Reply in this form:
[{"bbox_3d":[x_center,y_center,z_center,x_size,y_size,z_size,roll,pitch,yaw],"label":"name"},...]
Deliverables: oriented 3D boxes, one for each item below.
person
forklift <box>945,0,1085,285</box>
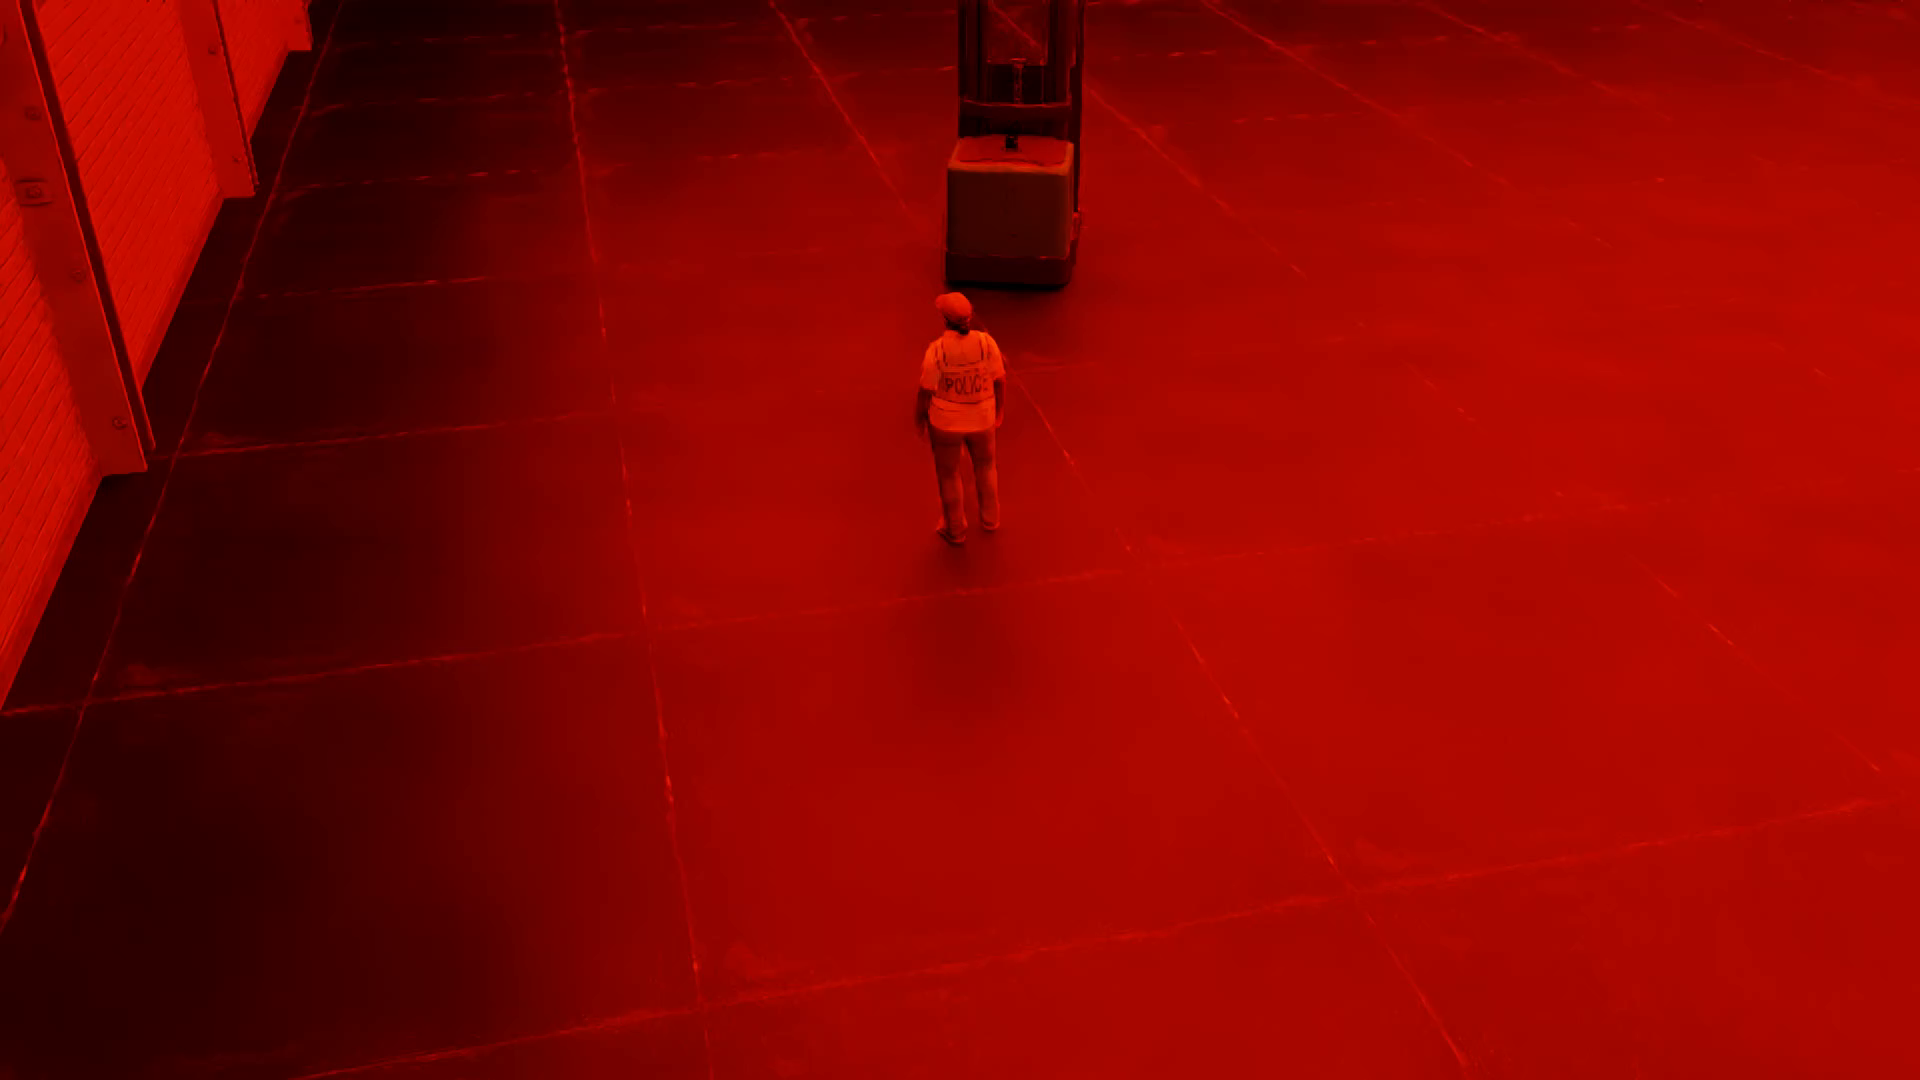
[{"bbox_3d":[0.004,-0.767,10.148,0.598,1.669,0.529,-7,31,-12],"label":"person"},{"bbox_3d":[0.555,-4.148,14.740,1.130,2.935,3.031,3,30,6],"label":"forklift"}]
